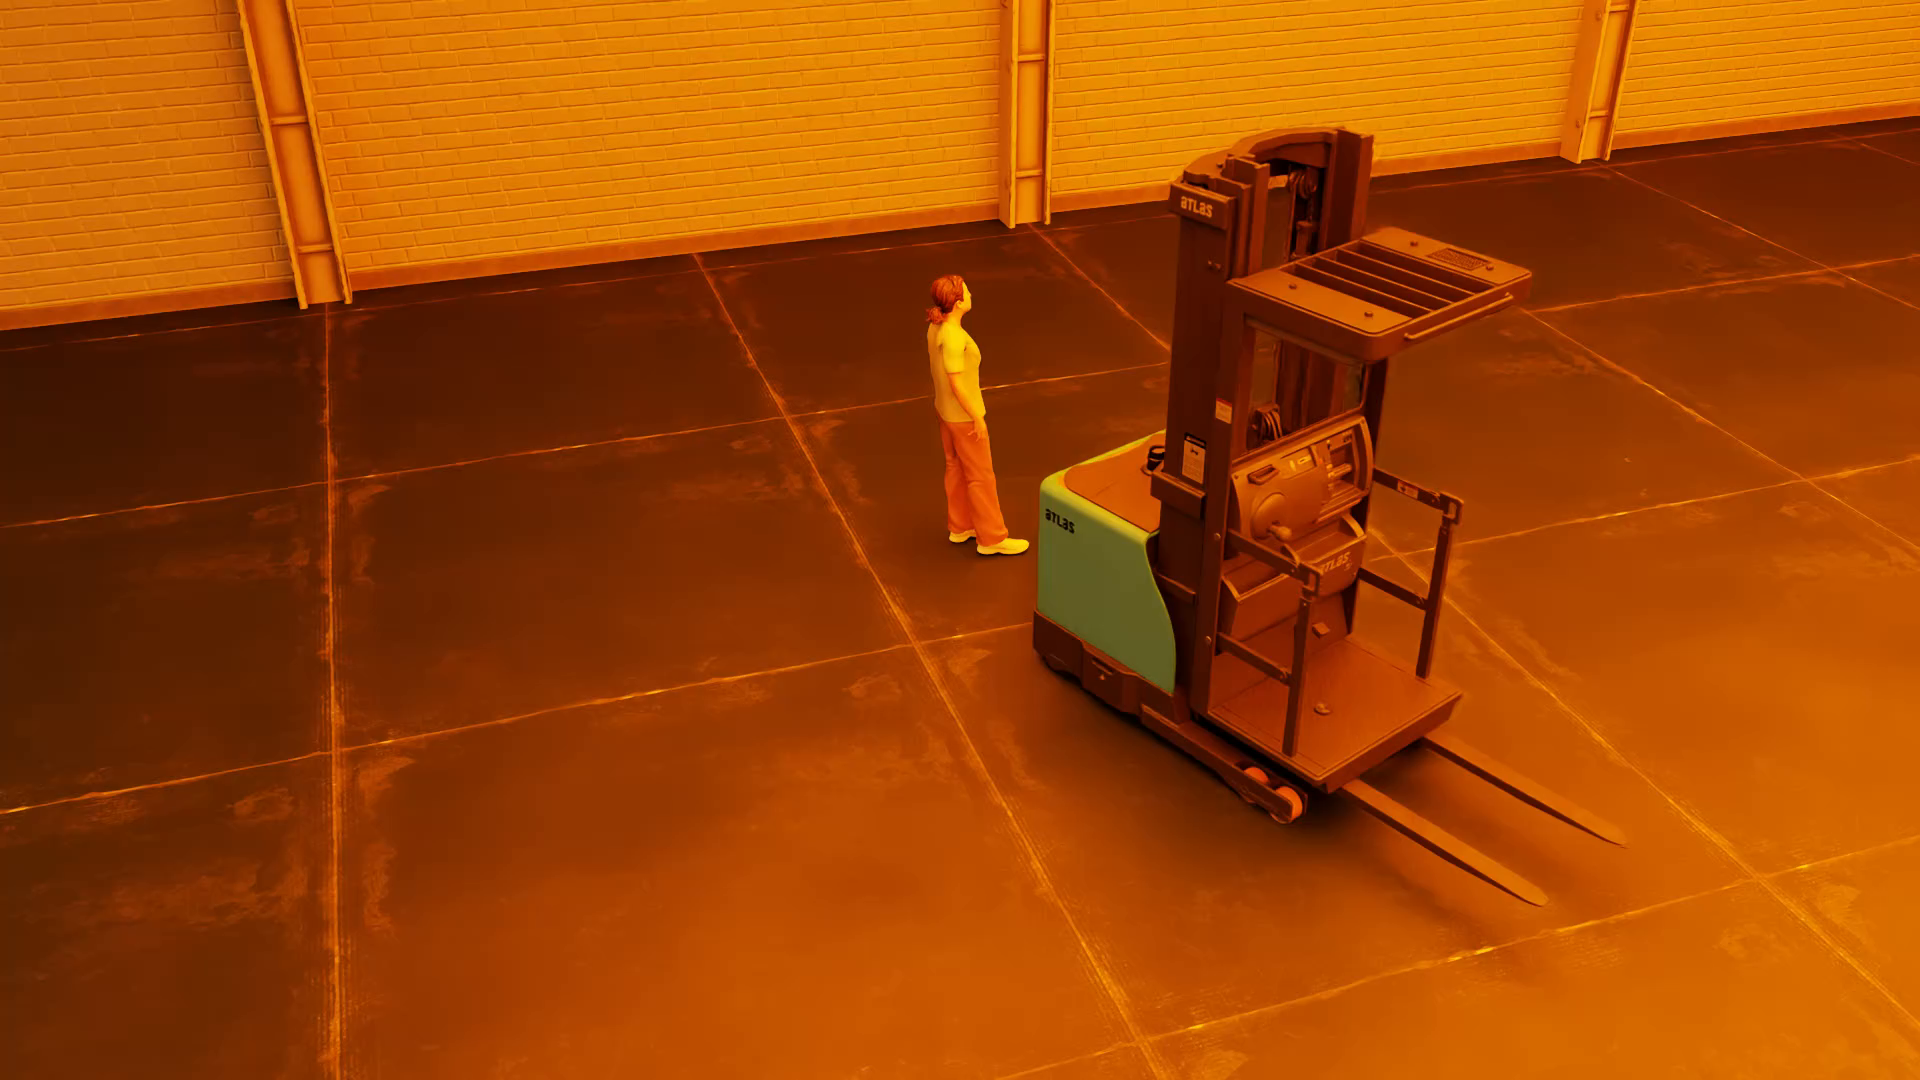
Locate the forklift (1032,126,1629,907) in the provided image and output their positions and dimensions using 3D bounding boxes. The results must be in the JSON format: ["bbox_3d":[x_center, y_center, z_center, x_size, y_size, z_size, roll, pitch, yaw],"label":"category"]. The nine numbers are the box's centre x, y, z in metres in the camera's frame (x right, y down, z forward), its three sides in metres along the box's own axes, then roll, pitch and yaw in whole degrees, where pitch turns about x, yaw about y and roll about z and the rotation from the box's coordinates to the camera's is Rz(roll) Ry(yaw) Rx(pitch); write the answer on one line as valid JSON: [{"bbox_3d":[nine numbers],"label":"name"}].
[{"bbox_3d":[1.714,-0.238,7.500,1.130,2.935,3.031,-22,37,-34],"label":"forklift"}]

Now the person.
[{"bbox_3d":[0.074,-0.739,9.615,0.548,1.673,0.553,-10,31,-16],"label":"person"}]
